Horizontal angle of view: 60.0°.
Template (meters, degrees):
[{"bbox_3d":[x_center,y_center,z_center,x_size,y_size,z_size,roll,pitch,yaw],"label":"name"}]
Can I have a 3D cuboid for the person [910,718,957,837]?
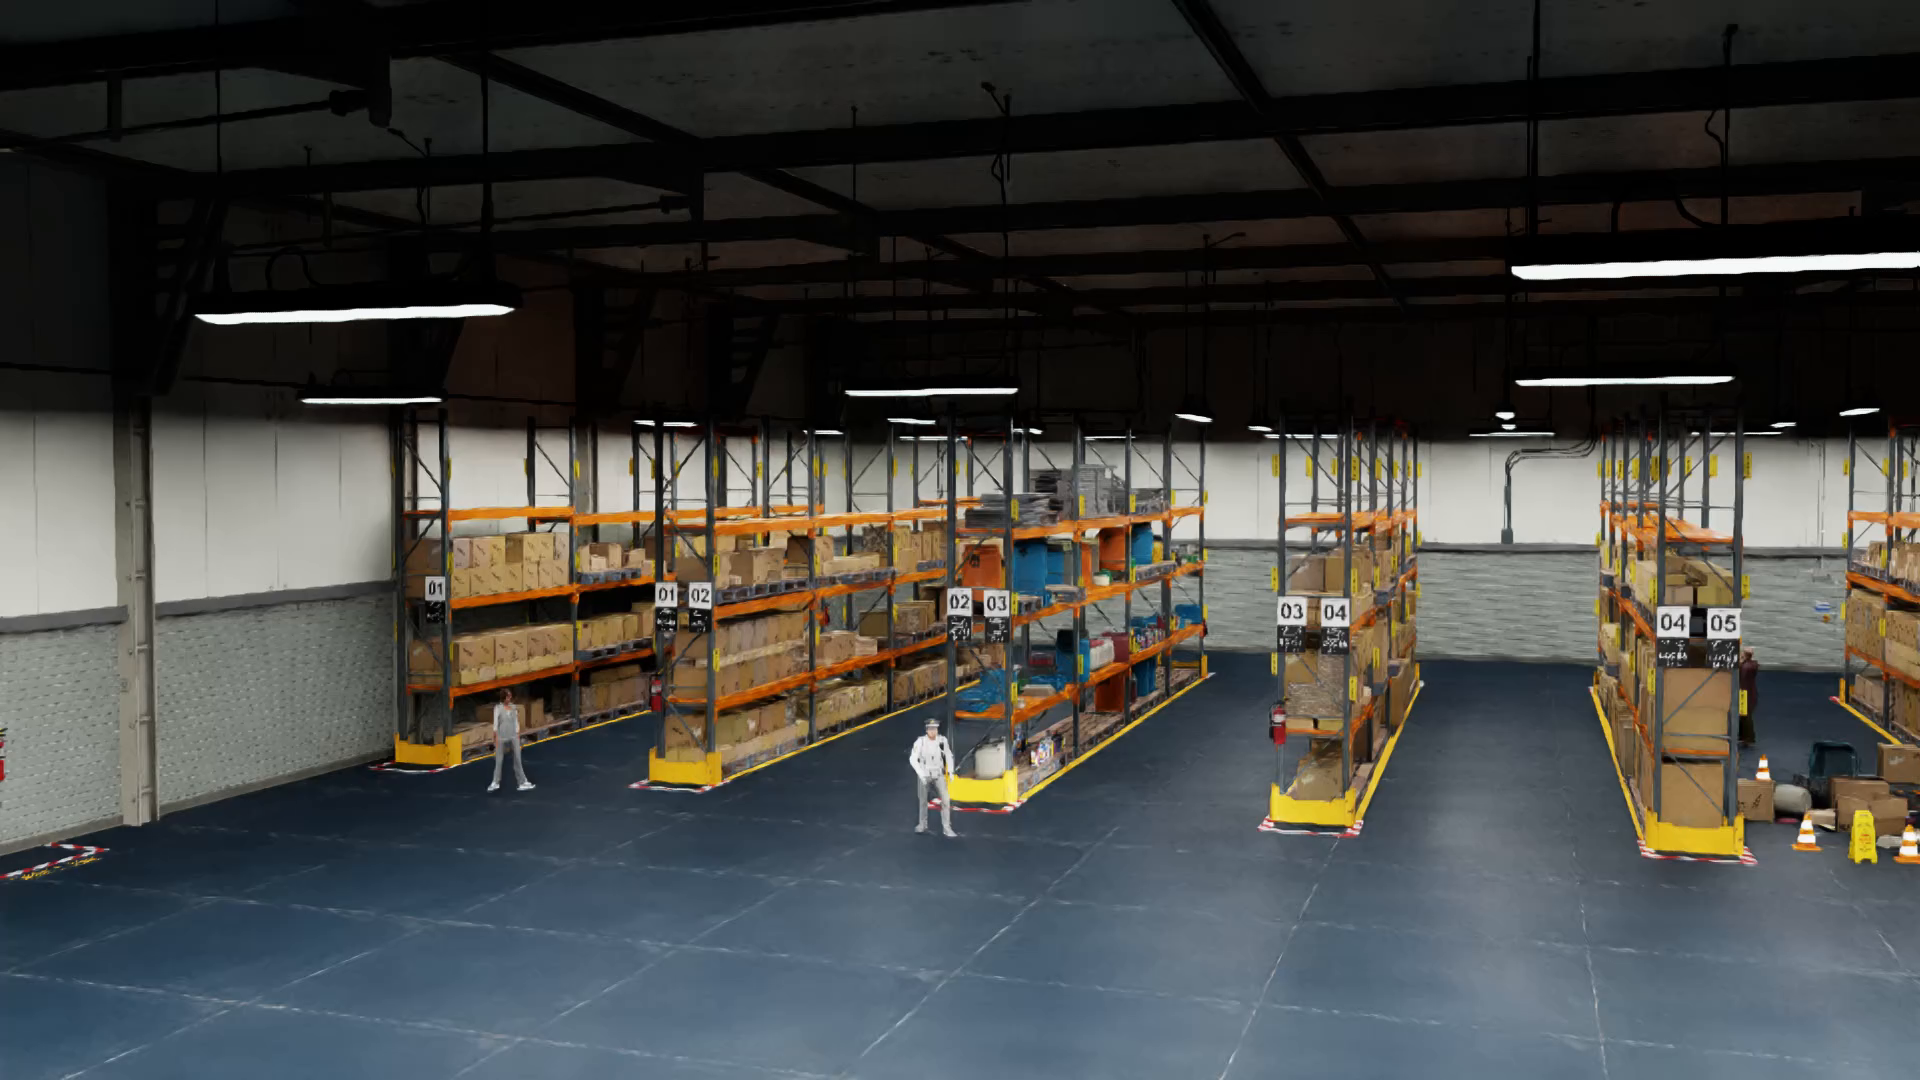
[{"bbox_3d":[-0.375,3.214,22.686,0.630,1.618,0.758,0,2,-3],"label":"person"}]

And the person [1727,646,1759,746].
[{"bbox_3d":[14.159,2.807,30.060,0.631,1.781,0.556,-2,3,-41],"label":"person"}]

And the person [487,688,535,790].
[{"bbox_3d":[-7.004,3.087,25.833,0.639,1.588,0.528,-2,3,-36],"label":"person"}]
